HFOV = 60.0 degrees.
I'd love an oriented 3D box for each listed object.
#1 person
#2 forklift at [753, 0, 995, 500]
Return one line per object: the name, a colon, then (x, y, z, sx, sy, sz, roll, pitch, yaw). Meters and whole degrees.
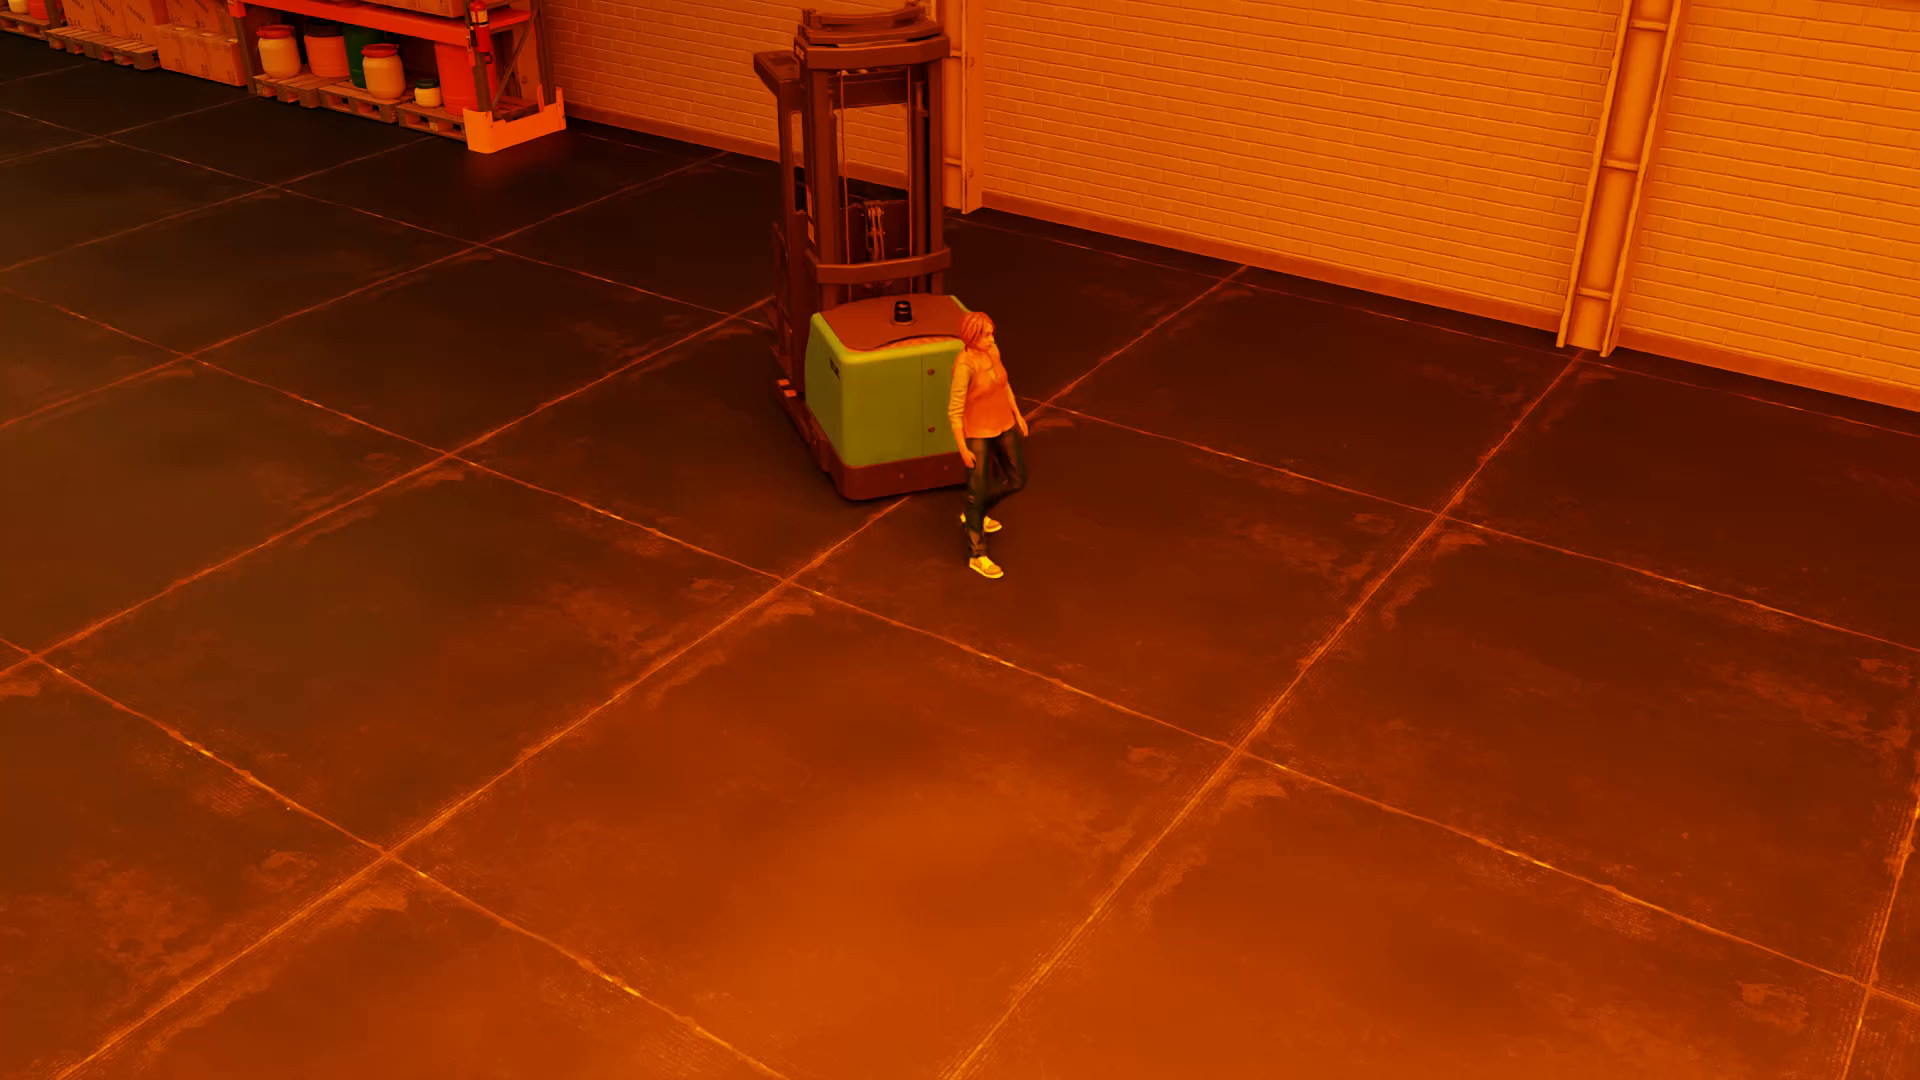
person: (0.212, -0.611, 10.025, 0.568, 1.543, 0.584, 25, 38, 36)
forklift: (-0.736, -2.254, 11.462, 1.130, 2.935, 3.031, -10, 32, -17)
